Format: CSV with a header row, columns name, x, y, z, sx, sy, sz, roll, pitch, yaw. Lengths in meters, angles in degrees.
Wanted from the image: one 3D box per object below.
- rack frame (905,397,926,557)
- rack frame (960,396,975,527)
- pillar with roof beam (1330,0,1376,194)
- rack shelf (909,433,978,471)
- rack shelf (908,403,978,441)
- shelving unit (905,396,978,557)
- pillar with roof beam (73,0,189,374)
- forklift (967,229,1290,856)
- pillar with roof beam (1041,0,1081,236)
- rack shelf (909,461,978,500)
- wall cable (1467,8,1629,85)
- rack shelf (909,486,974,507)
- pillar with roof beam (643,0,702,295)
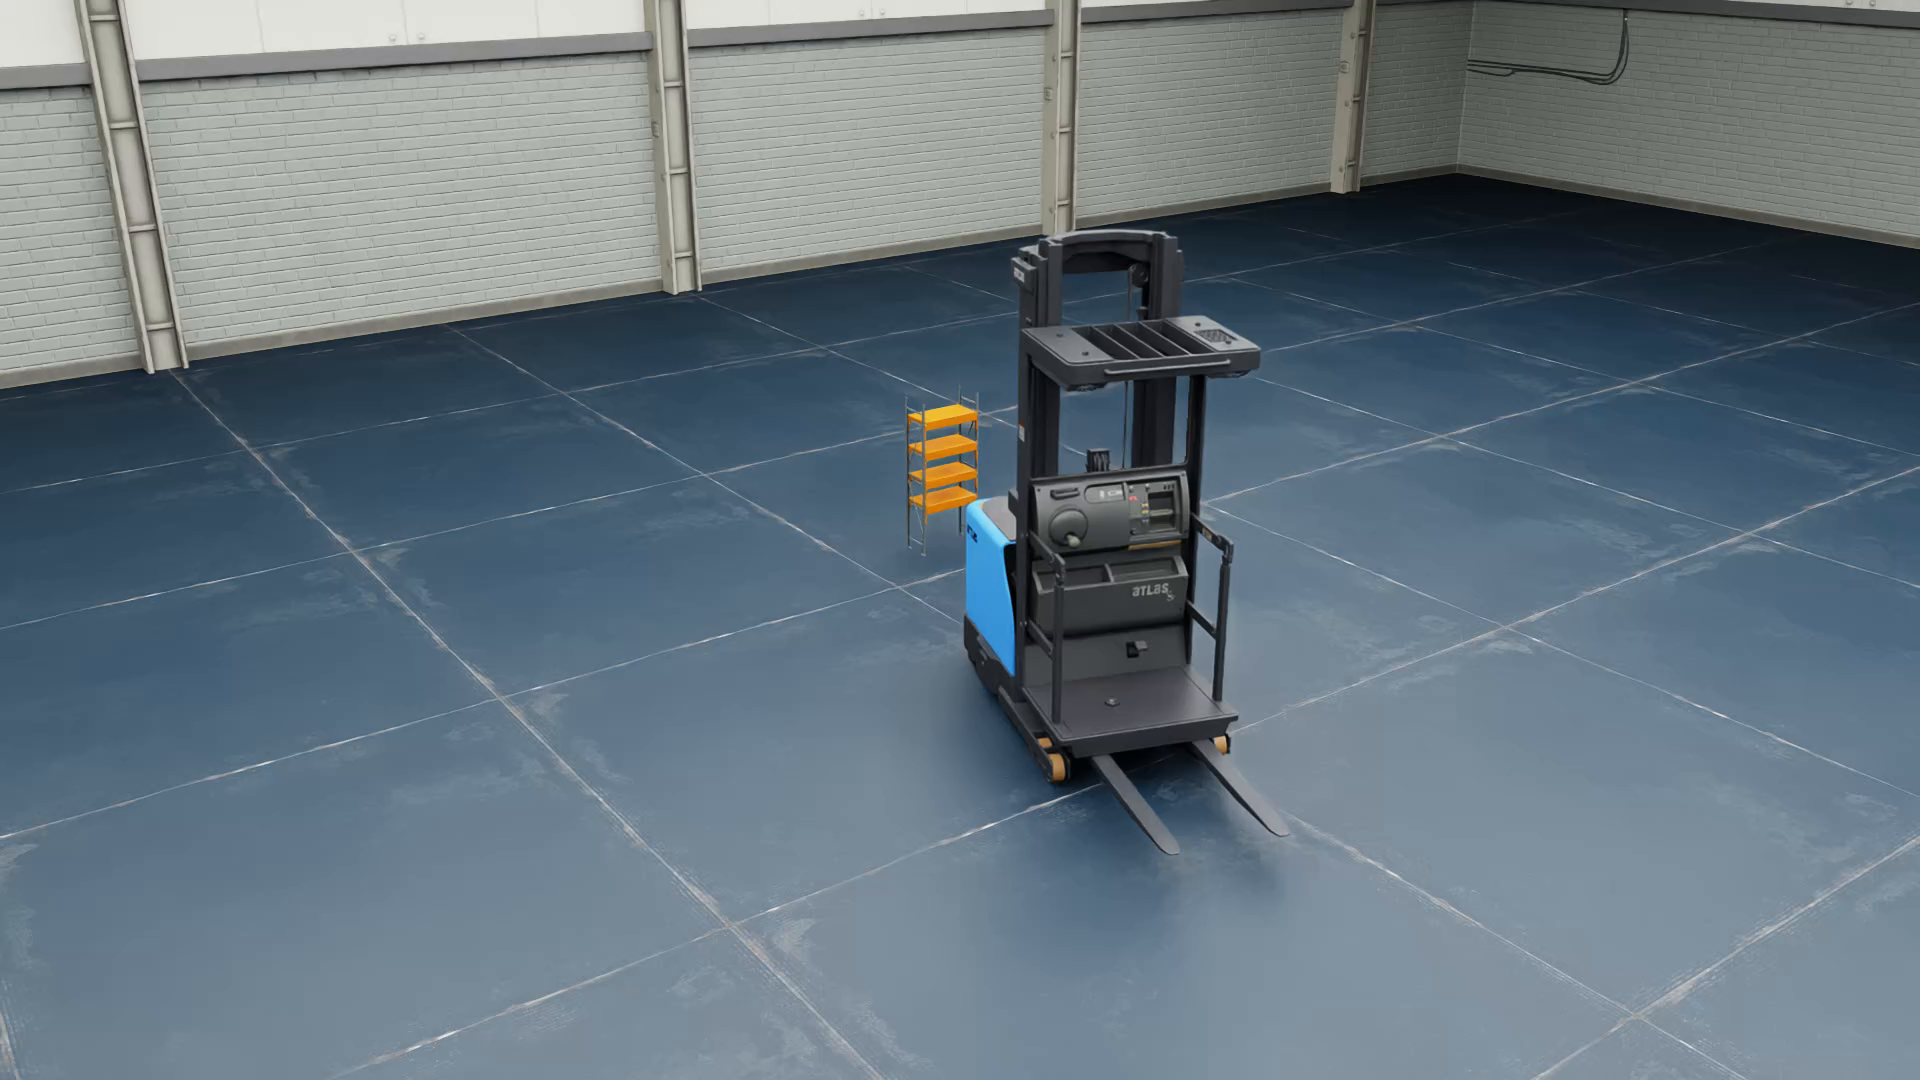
name,x,y,z,sx,sy,sz,roll,pitch,yaw
rack frame,-0.332,-0.469,12.452,0.015,1.200,0.240,-15,26,-33
rack frame,0.063,-0.574,12.717,0.006,1.046,0.228,-15,26,-33
pillar with roof beam,8.799,-8.591,22.283,0.400,9.000,9.100,-15,26,-33
rack shelf,-0.134,-0.667,12.526,0.480,0.148,0.258,-15,26,-33
rack shelf,-0.134,-0.886,12.439,0.480,0.148,0.258,-15,26,-33
shelving unit,-0.136,-0.521,12.583,0.499,1.200,0.258,-15,26,-33
pillar with roof beam,-5.812,-4.695,12.520,0.400,9.000,9.100,-15,26,-33
forklift,0.932,-0.147,9.311,1.121,2.935,3.031,-6,23,-15
pillar with roof beam,3.929,-7.292,19.029,0.400,9.000,9.100,-15,26,-33
rack shelf,-0.134,-0.459,12.609,0.480,0.148,0.258,-15,26,-33
wall cable,9.449,-8.684,26.706,0.112,2.526,3.097,-15,26,-33
rack shelf,-0.134,-0.324,12.663,0.457,0.021,0.221,-15,26,-33
pillar with roof beam,-0.941,-5.993,15.774,0.400,9.000,9.100,-15,26,-33
